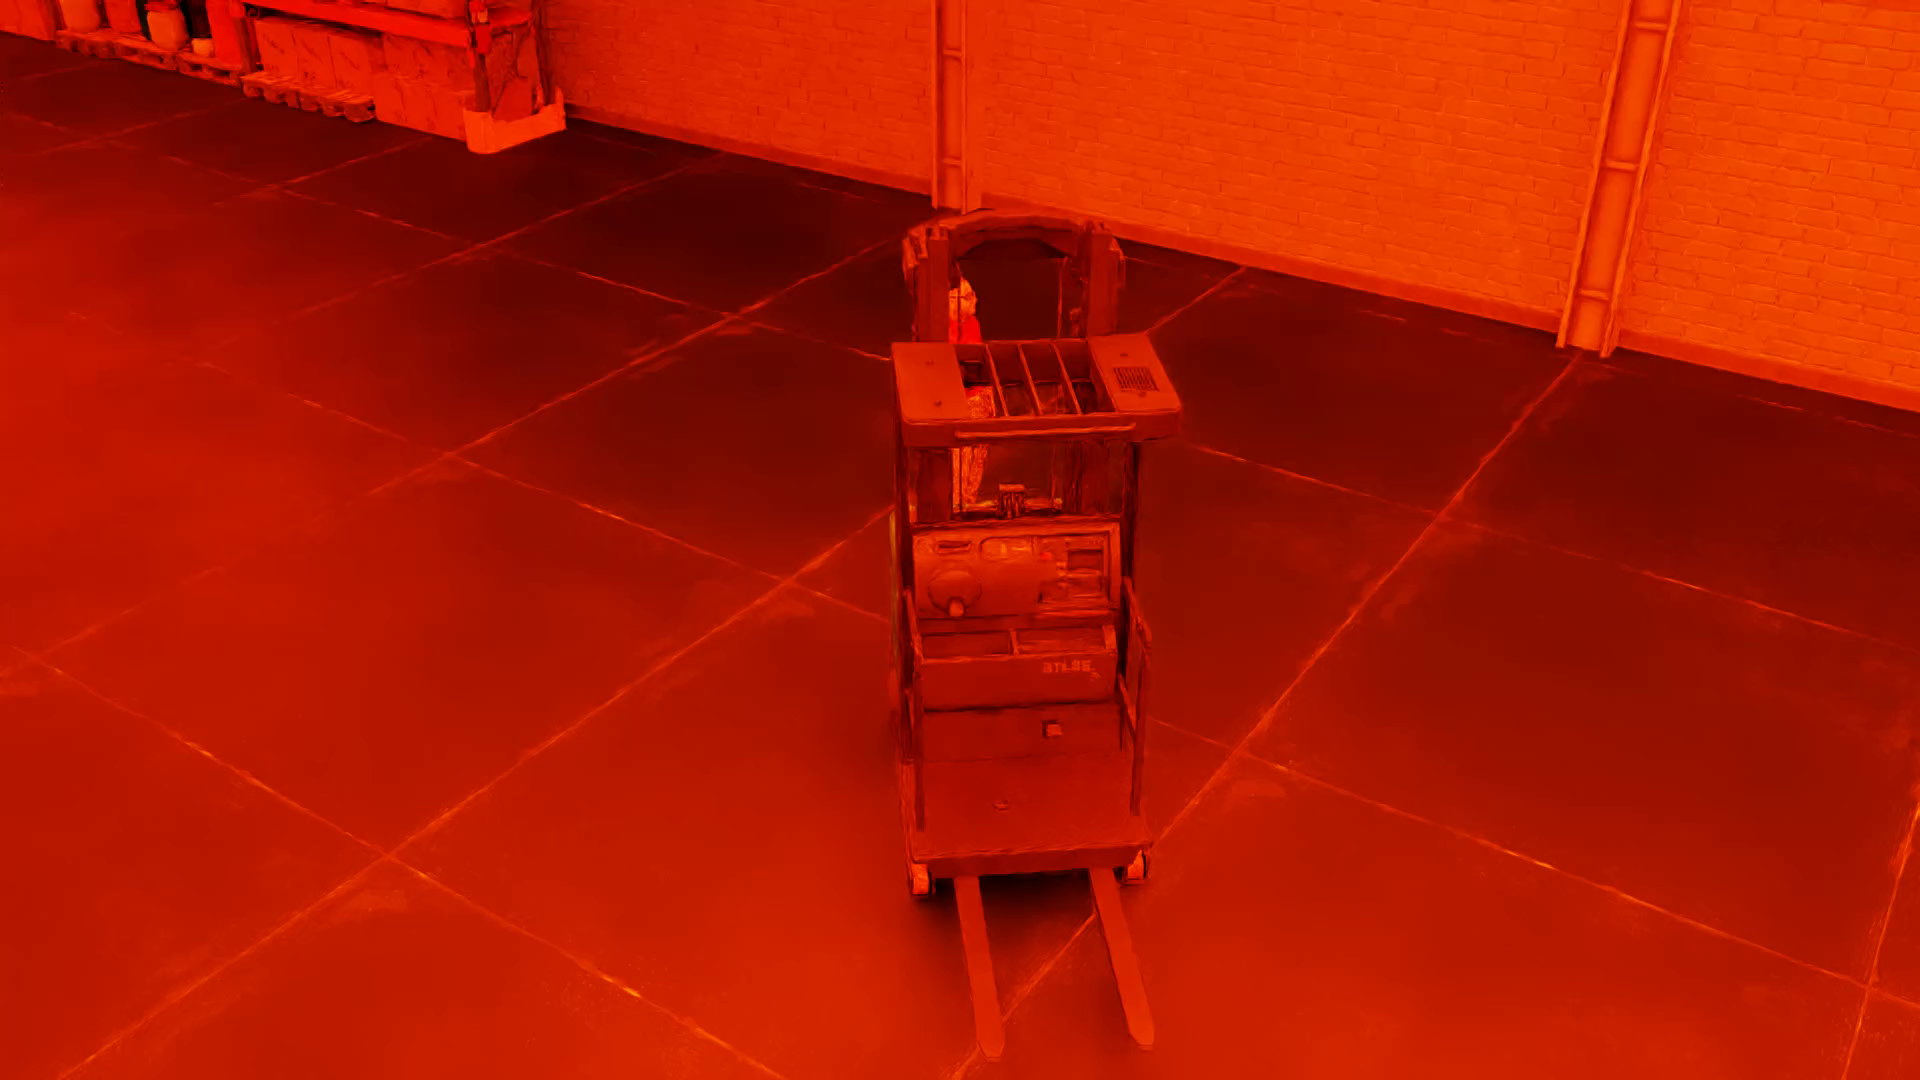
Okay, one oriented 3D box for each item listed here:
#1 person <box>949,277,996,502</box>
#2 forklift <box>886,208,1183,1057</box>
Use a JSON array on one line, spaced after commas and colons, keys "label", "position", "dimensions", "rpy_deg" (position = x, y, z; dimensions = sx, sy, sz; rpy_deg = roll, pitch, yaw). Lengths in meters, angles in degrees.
[{"label": "person", "position": [0.068, -0.724, 10.010], "dimensions": [0.550, 1.727, 0.640], "rpy_deg": [19, 35, 29]}, {"label": "forklift", "position": [0.281, 0.187, 7.259], "dimensions": [1.130, 2.935, 3.031], "rpy_deg": [-3, 30, -5]}]
